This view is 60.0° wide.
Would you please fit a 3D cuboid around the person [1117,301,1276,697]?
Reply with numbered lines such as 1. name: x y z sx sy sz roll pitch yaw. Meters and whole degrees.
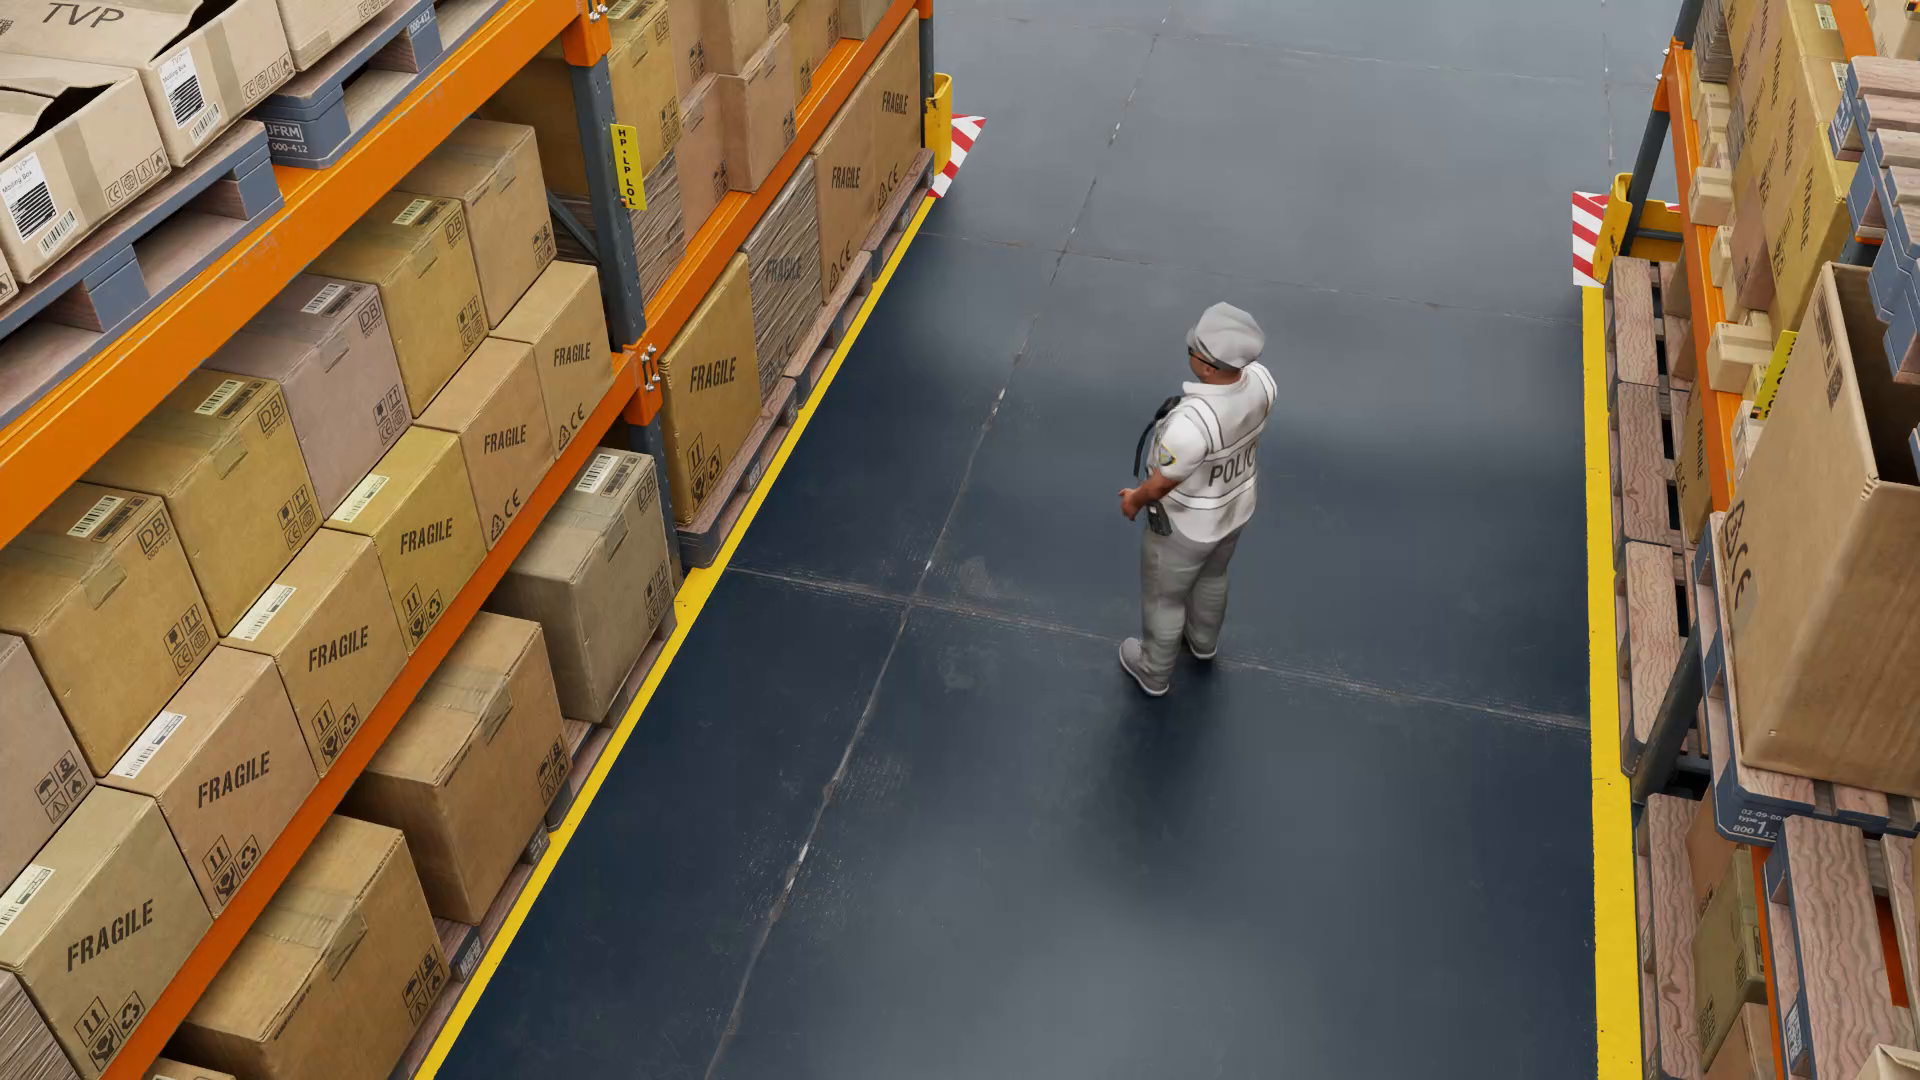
1. person: 0.883 -0.158 6.294 0.472 1.789 0.604 32 50 32
